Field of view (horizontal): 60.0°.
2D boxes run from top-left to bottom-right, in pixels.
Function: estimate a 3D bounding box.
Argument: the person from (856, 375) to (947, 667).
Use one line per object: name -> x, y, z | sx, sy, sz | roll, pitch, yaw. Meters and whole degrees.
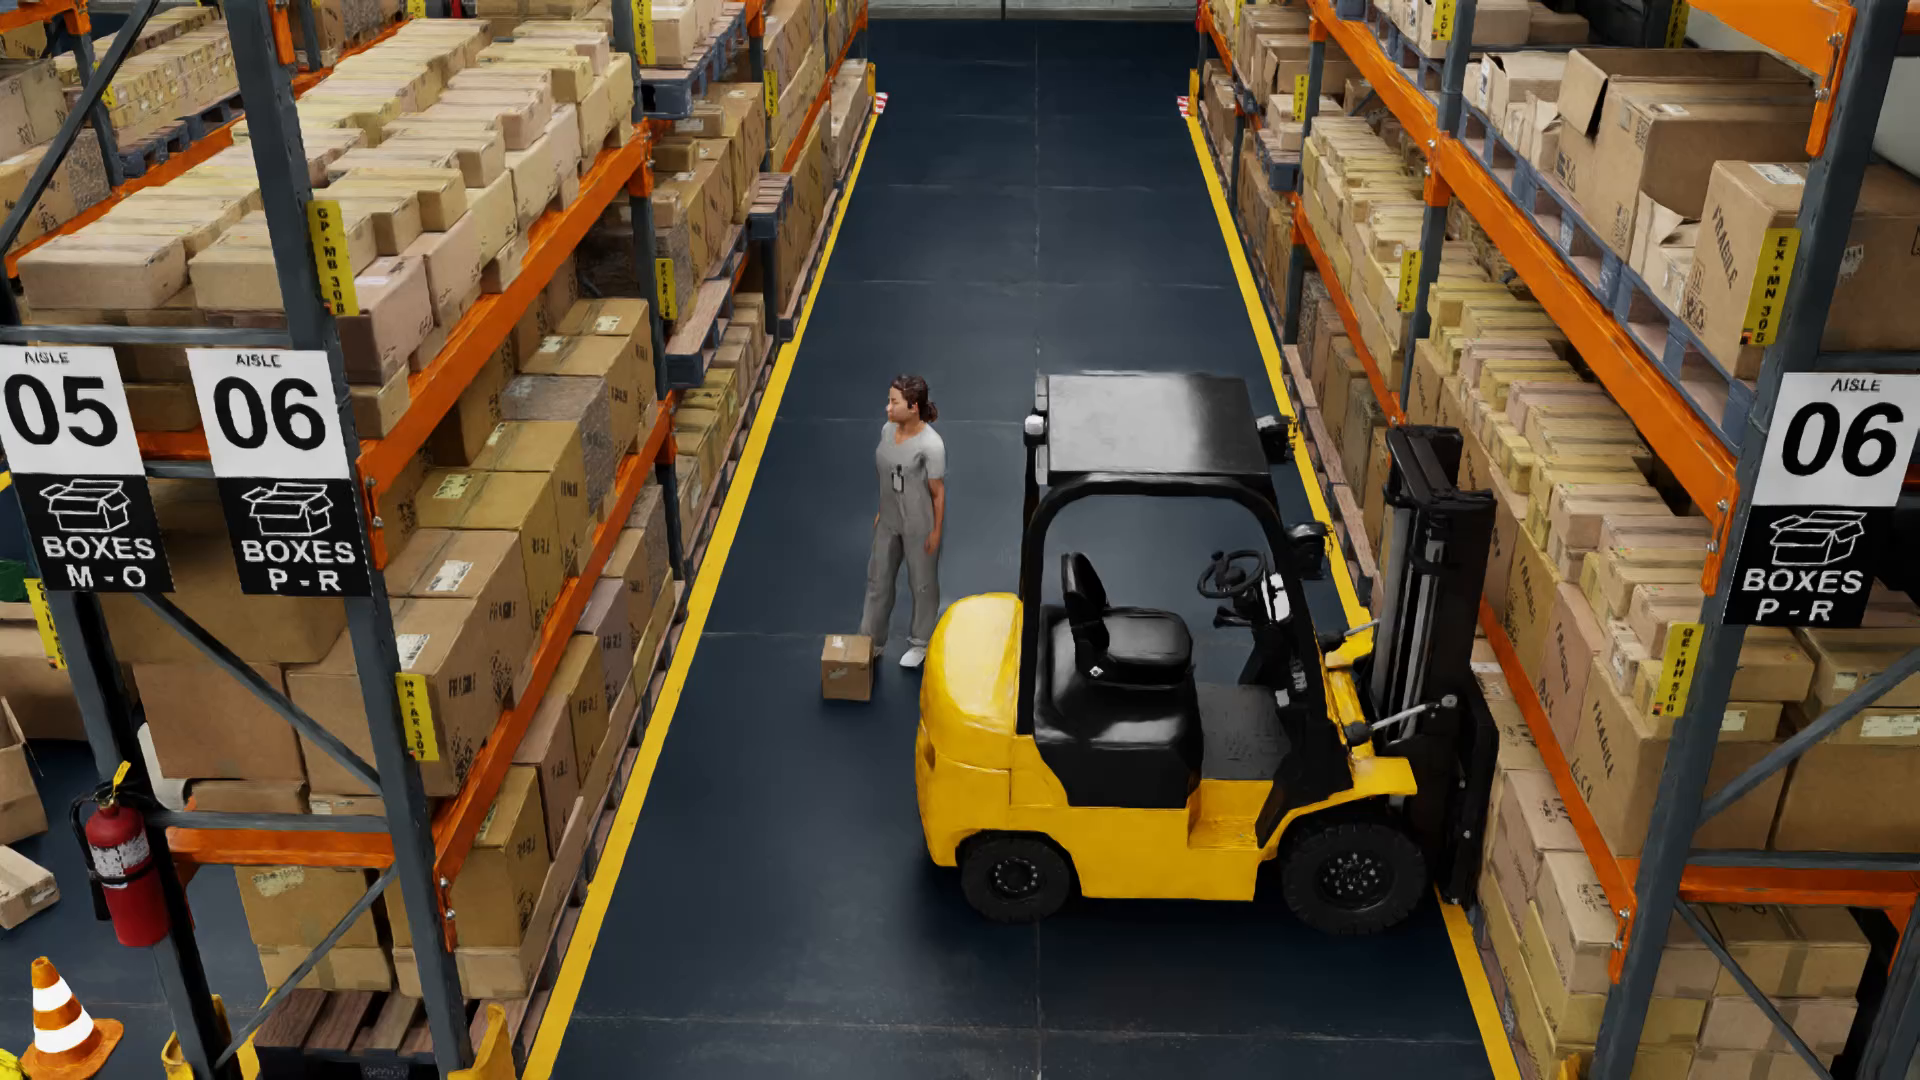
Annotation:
person -> -0.331, -0.060, 8.723 | 0.461, 1.672, 0.549 | 24, 37, 38
